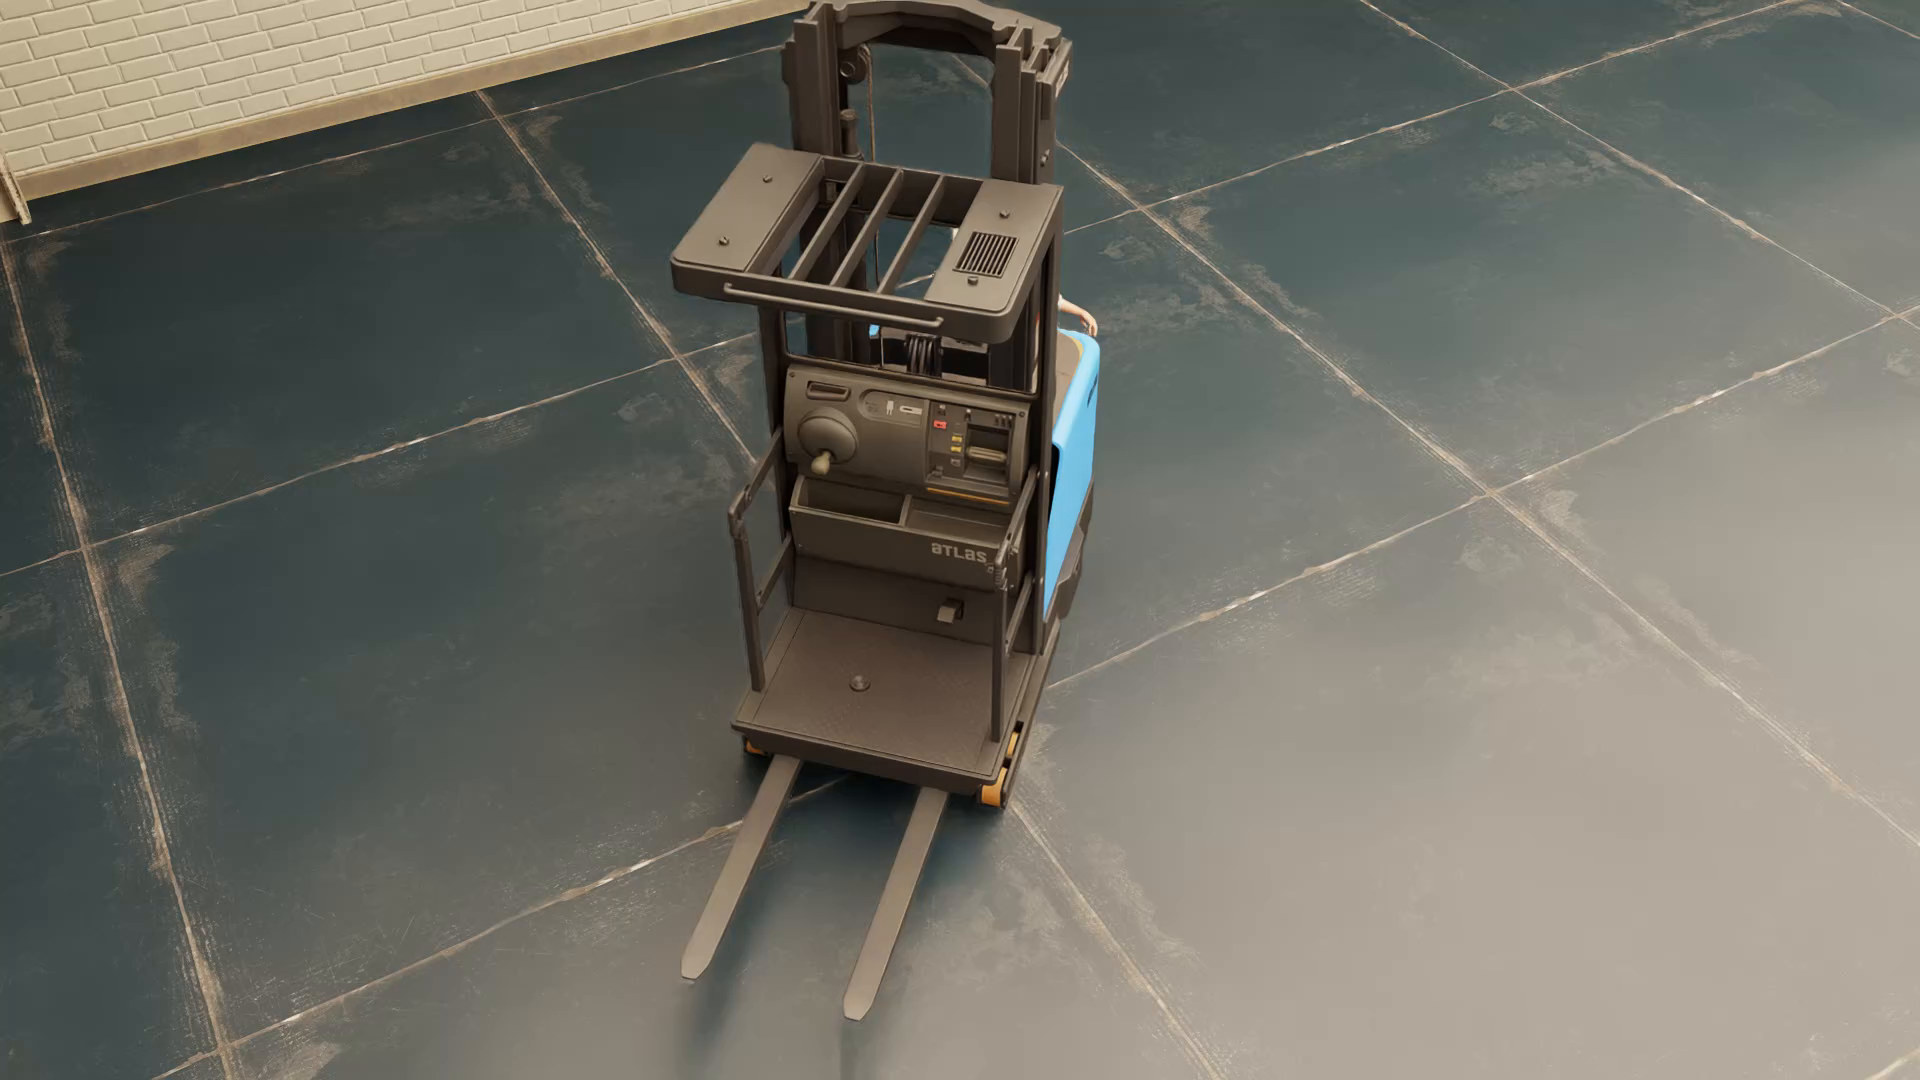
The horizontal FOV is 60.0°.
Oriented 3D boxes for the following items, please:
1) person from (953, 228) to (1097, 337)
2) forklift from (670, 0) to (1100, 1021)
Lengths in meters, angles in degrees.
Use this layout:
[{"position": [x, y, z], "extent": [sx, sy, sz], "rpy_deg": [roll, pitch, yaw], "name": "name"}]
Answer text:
[{"position": [0.330, -1.059, 8.000], "extent": [0.713, 1.408, 0.913], "rpy_deg": [-31, 51, -29], "name": "person"}, {"position": [-0.262, -0.304, 6.025], "extent": [1.130, 2.935, 3.031], "rpy_deg": [11, 44, 11], "name": "forklift"}]
